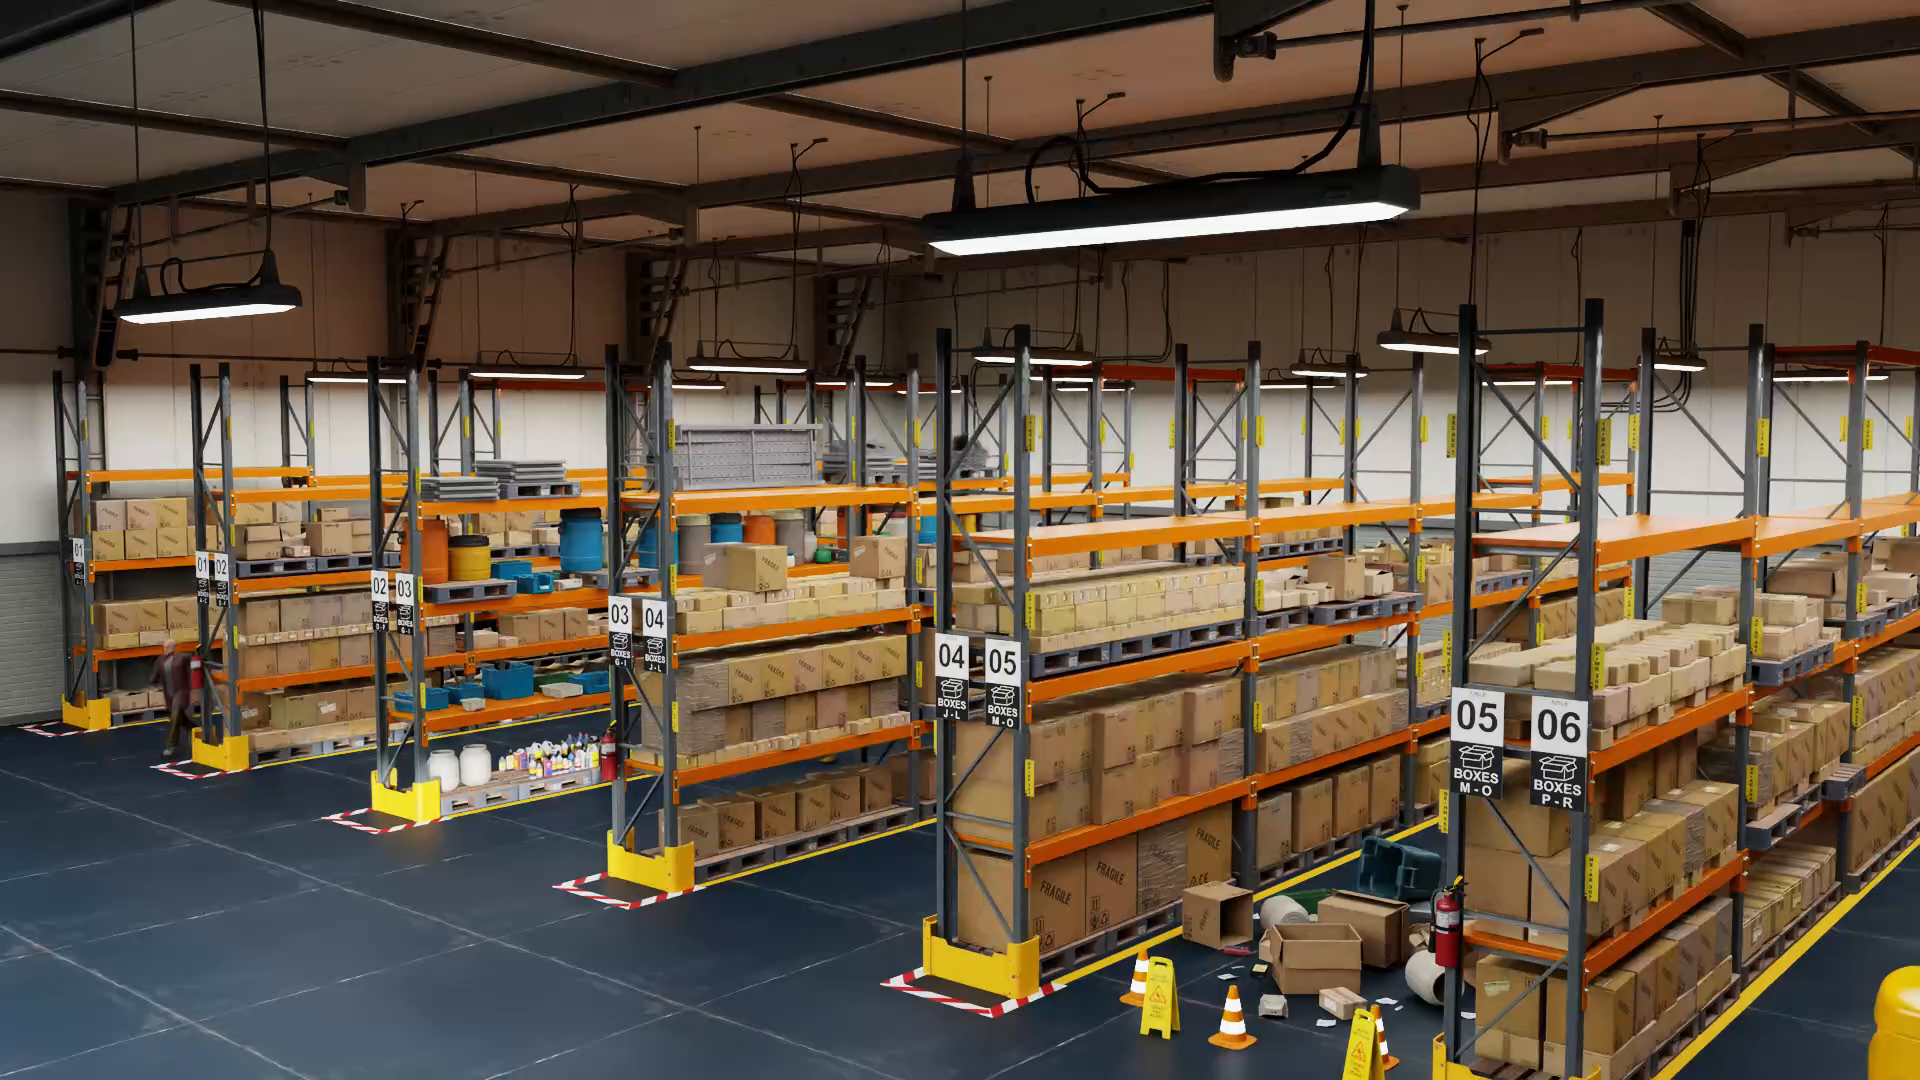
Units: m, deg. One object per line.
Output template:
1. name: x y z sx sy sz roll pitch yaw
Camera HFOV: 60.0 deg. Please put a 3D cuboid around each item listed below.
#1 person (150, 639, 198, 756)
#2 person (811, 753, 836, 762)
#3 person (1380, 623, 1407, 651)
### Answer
1. person: -12.169 2.394 25.861 0.662 1.753 1.103 1 4 11
2. person: -2.095 2.503 24.813 0.696 1.703 0.802 3 5 36
3. person: 8.323 2.028 31.466 0.664 1.754 0.727 2 5 29
